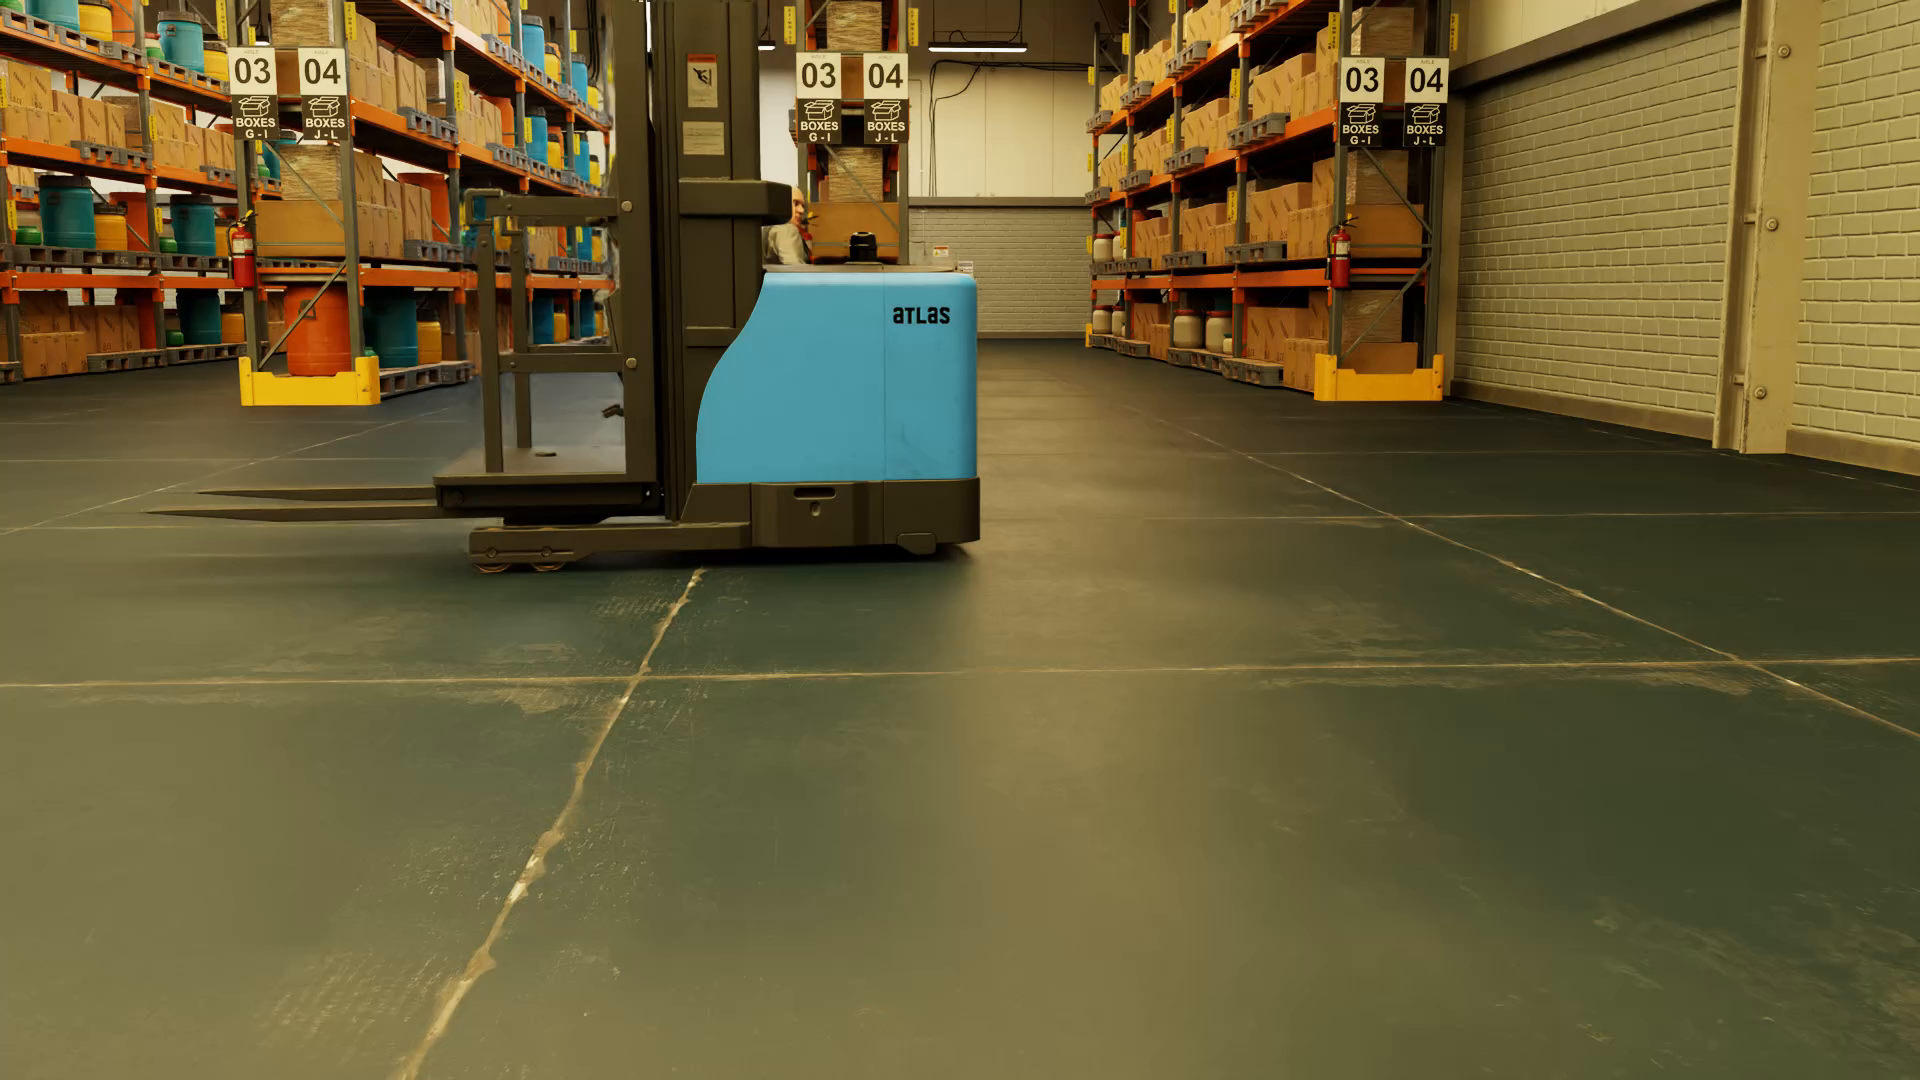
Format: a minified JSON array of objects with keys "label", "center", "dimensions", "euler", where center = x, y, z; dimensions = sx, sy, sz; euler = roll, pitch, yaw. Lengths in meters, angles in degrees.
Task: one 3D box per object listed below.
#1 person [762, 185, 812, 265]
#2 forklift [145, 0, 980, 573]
[{"label":"person","center":[-0.773,-1.001,8.360],"dimensions":[0.745,1.555,0.770],"euler":[6,10,35]},{"label":"forklift","center":[-1.485,-1.413,6.345],"dimensions":[3.031,2.935,1.130],"euler":[-1,9,-8]}]
